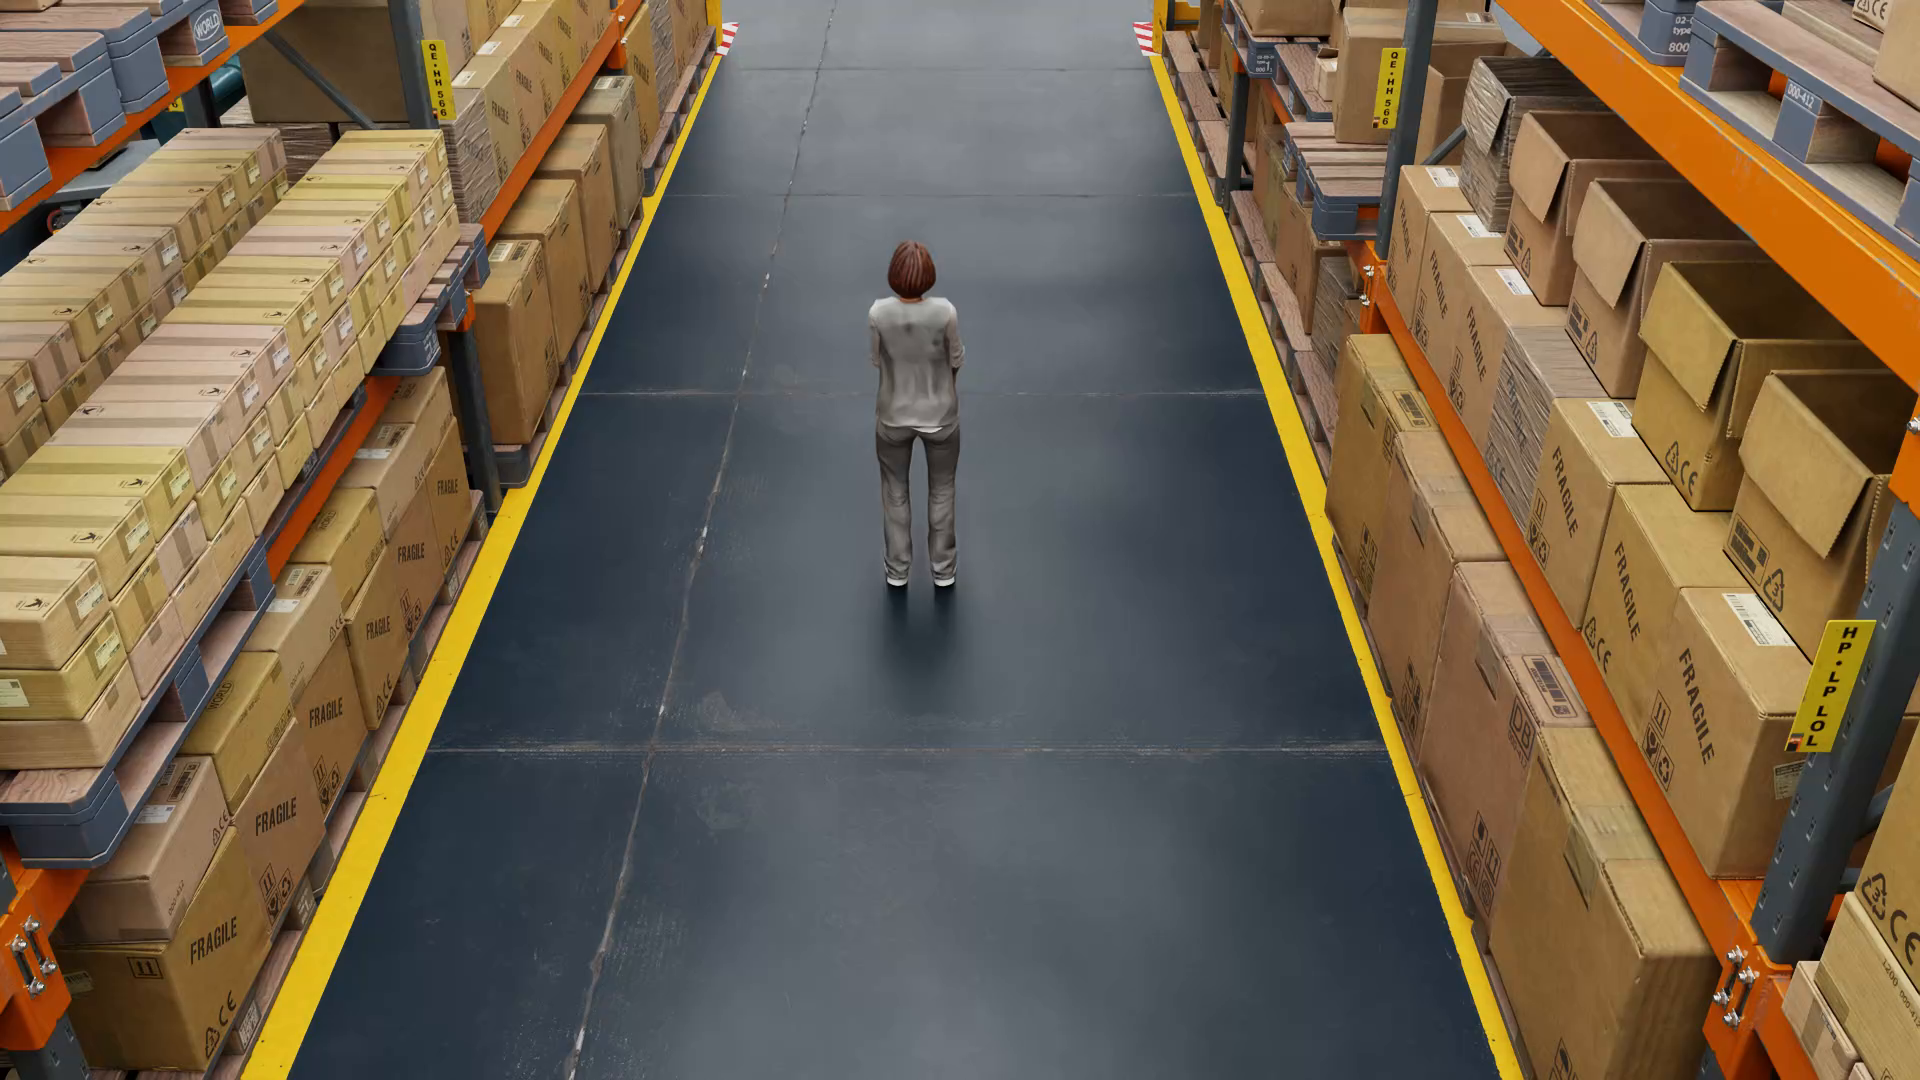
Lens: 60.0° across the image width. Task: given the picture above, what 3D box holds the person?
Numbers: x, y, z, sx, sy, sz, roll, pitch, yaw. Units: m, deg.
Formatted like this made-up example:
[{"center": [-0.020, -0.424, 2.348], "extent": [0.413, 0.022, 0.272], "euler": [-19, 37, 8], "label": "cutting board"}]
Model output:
[{"center": [-0.177, -0.557, 7.042], "extent": [0.380, 1.596, 0.495], "euler": [0, 32, 0], "label": "person"}]
